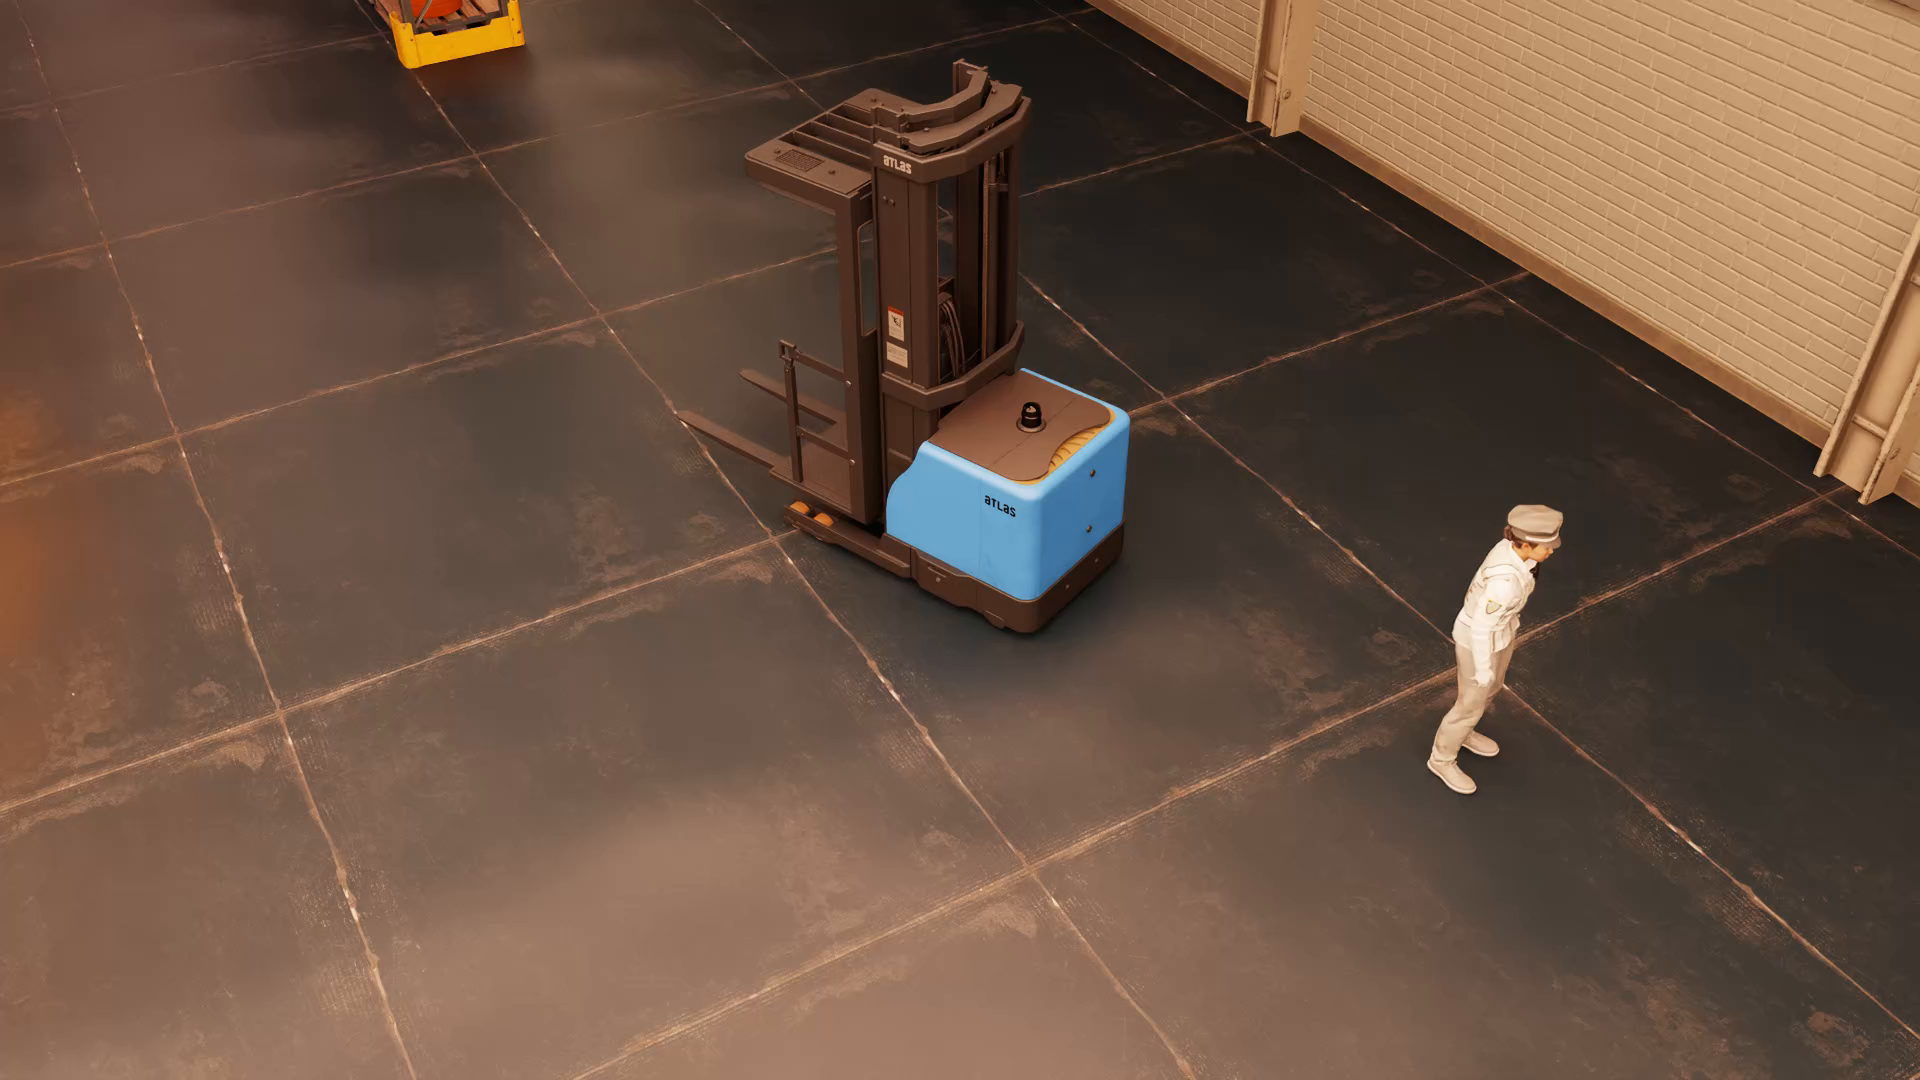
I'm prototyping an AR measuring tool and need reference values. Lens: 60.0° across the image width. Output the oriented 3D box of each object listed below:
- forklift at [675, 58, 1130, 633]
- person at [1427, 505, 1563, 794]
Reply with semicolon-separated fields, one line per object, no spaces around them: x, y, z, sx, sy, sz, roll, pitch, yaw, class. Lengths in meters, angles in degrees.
-0.481;-1.366;9.683;3.031;2.935;1.130;26;46;28;forklift
2.686;0.511;8.412;0.369;1.667;0.547;22;45;25;person
